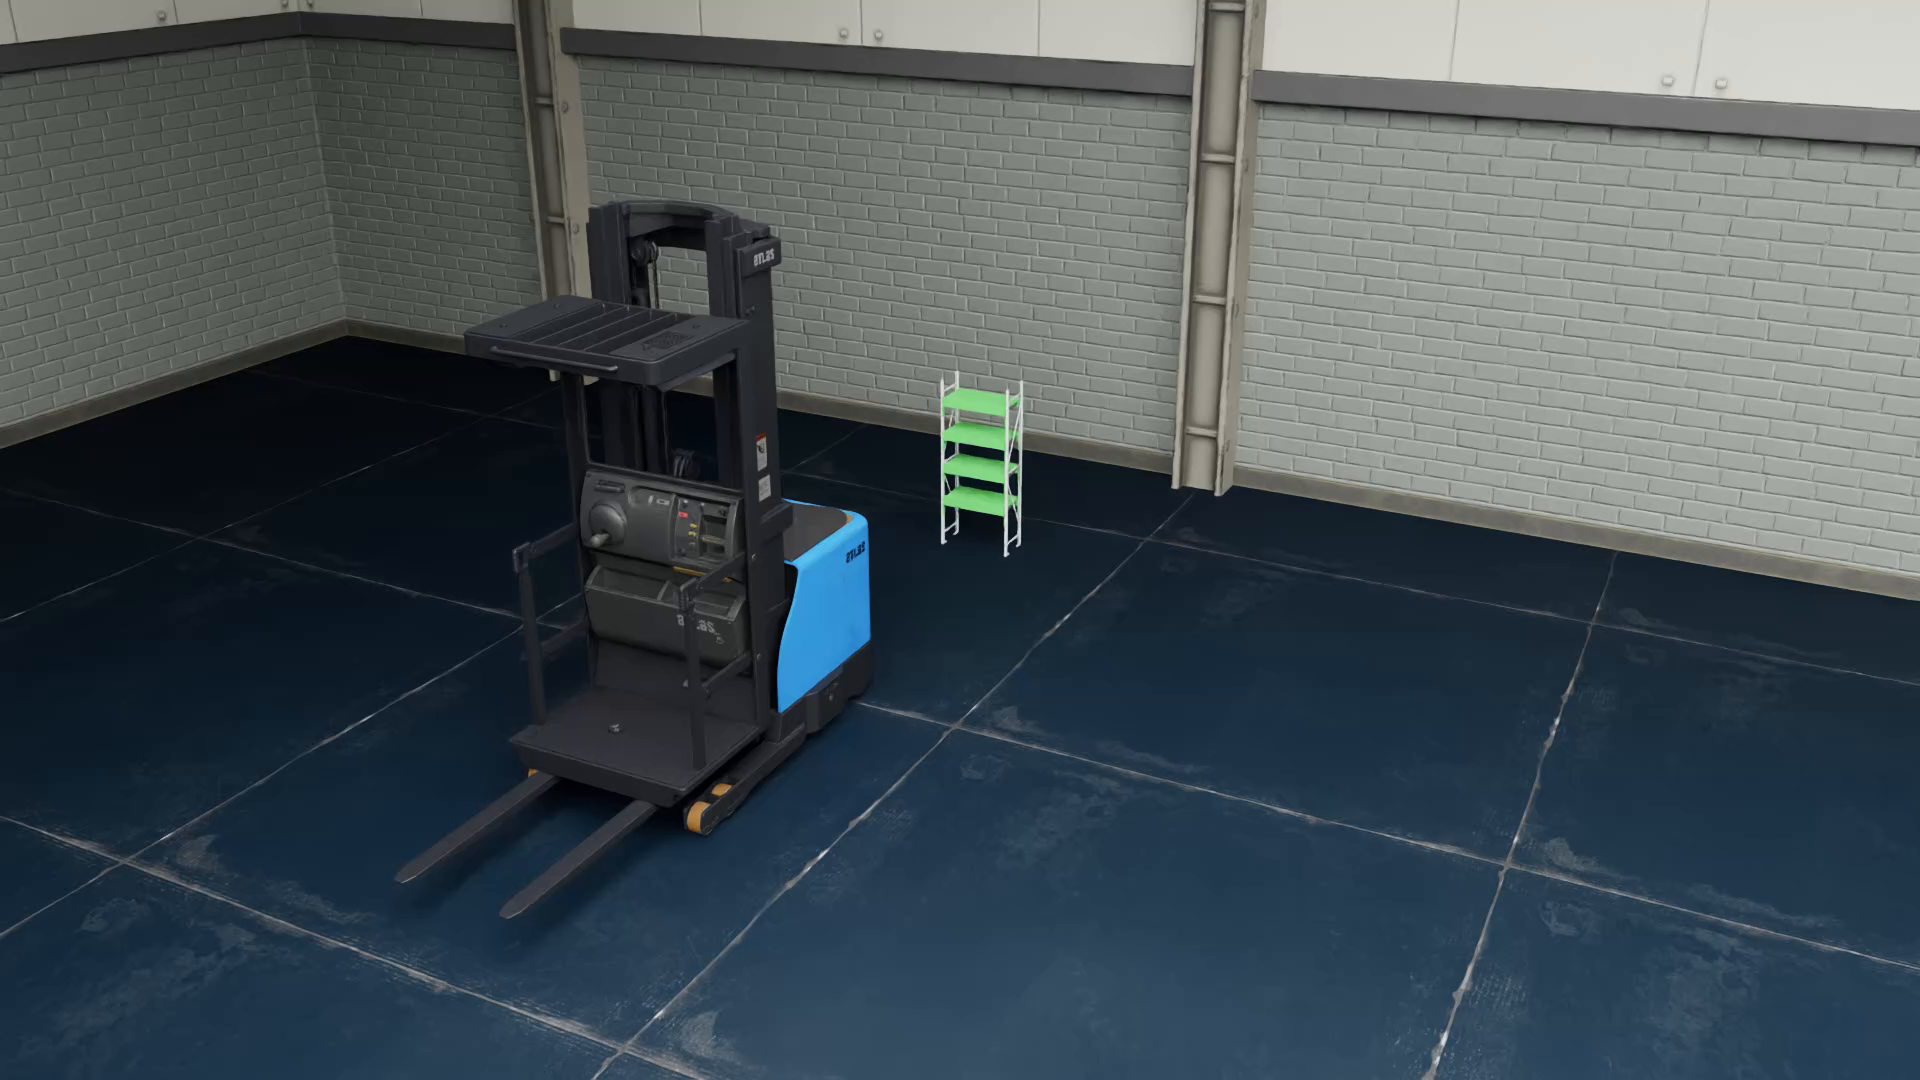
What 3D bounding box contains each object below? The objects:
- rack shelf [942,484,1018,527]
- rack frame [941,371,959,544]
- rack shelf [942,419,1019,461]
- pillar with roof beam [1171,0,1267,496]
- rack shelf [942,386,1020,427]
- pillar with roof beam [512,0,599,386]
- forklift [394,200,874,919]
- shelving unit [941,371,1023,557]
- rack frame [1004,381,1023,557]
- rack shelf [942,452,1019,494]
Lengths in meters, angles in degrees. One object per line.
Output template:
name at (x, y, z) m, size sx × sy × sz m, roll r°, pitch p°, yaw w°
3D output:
rack shelf at (0.148, -0.243, 11.565) m, size 0.480 × 0.148 × 0.258 m, roll 11°, pitch 25°, yaw 25°
rack frame at (-0.070, -0.566, 11.548) m, size 0.015 × 1.200 × 0.240 m, roll 11°, pitch 25°, yaw 25°
rack shelf at (0.148, -0.685, 11.378) m, size 0.480 × 0.148 × 0.258 m, roll 11°, pitch 25°, yaw 25°
pillar with roof beam at (-0.087, -3.053, 7.431) m, size 0.400 × 9.000 × 9.100 m, roll 11°, pitch 25°, yaw 25°
rack shelf at (0.148, -0.906, 11.284) m, size 0.480 × 0.148 × 0.258 m, roll 11°, pitch 25°, yaw 25°
pillar with roof beam at (-5.441, -4.113, 9.923) m, size 0.400 × 9.000 × 9.100 m, roll 11°, pitch 25°, yaw 25°
forklift at (-1.606, -0.075, 8.180) m, size 1.130 × 2.935 × 3.031 m, roll 11°, pitch 25°, yaw 24°
shelving unit at (0.148, -0.523, 11.446) m, size 0.503 × 1.200 × 0.258 m, roll 11°, pitch 25°, yaw 25°
rack frame at (0.365, -0.480, 11.345) m, size 0.015 × 1.200 × 0.240 m, roll 11°, pitch 25°, yaw 25°
rack shelf at (0.148, -0.464, 11.471) m, size 0.480 × 0.148 × 0.258 m, roll 11°, pitch 25°, yaw 25°
